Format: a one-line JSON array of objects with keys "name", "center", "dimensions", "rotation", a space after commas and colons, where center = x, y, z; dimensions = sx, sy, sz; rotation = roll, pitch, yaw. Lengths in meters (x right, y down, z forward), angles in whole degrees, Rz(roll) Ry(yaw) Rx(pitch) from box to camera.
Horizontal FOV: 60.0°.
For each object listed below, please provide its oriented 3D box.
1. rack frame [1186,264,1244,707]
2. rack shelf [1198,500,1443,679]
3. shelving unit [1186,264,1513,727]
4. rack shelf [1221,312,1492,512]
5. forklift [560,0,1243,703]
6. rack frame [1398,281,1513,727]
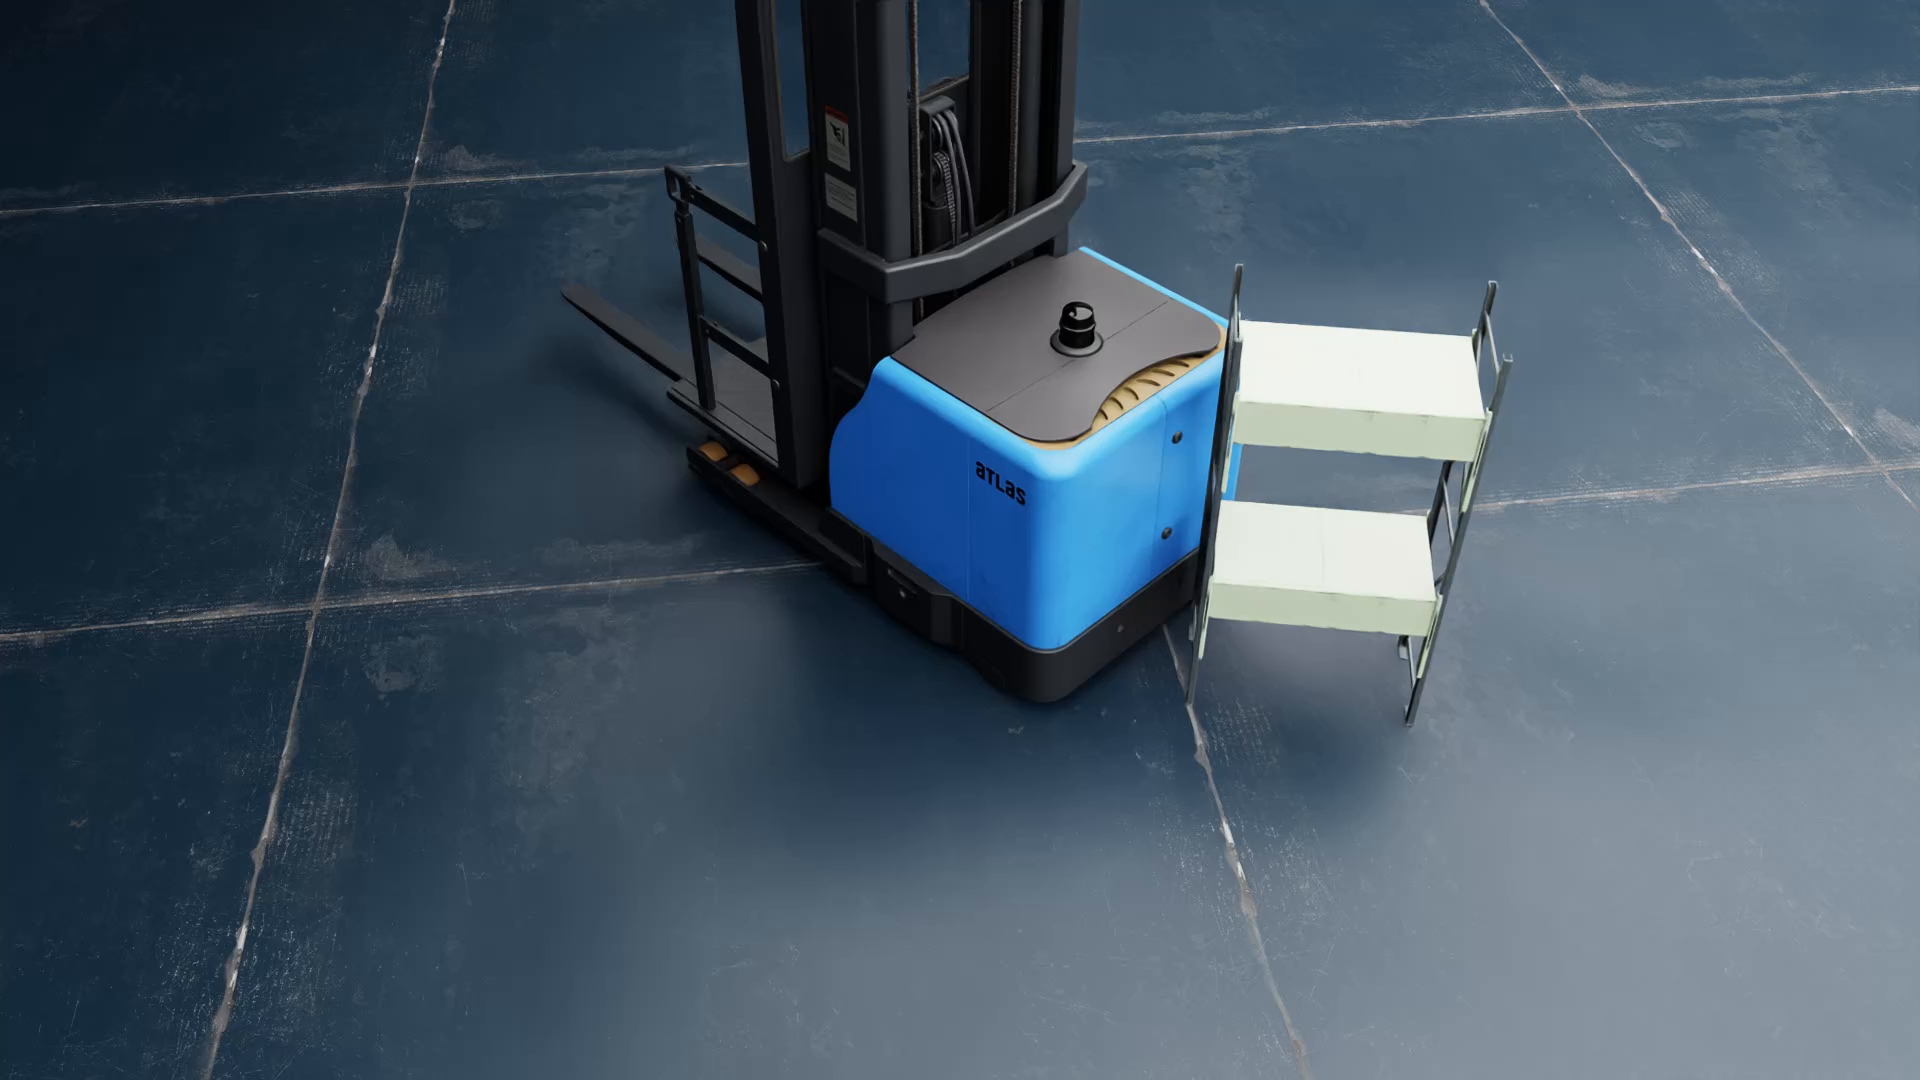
[{"name": "rack frame", "center": [0.801, -0.127, 5.271], "dimensions": [0.023, 1.500, 0.400], "rotation": [5, 42, 5]}, {"name": "rack shelf", "center": [1.165, 0.146, 5.455], "dimensions": [0.720, 0.370, 0.431], "rotation": [5, 42, 5]}, {"name": "shelving unit", "center": [1.165, -0.096, 5.237], "dimensions": [0.755, 1.500, 0.431], "rotation": [5, 42, 5]}, {"name": "rack shelf", "center": [1.165, -0.386, 4.975], "dimensions": [0.720, 0.370, 0.431], "rotation": [5, 42, 5]}, {"name": "forklift", "center": [-0.412, -1.431, 5.648], "dimensions": [1.130, 2.935, 3.031], "rotation": [-33, 52, -31]}, {"name": "rack frame", "center": [1.528, -0.065, 5.203], "dimensions": [0.023, 1.500, 0.400], "rotation": [5, 42, 5]}]
